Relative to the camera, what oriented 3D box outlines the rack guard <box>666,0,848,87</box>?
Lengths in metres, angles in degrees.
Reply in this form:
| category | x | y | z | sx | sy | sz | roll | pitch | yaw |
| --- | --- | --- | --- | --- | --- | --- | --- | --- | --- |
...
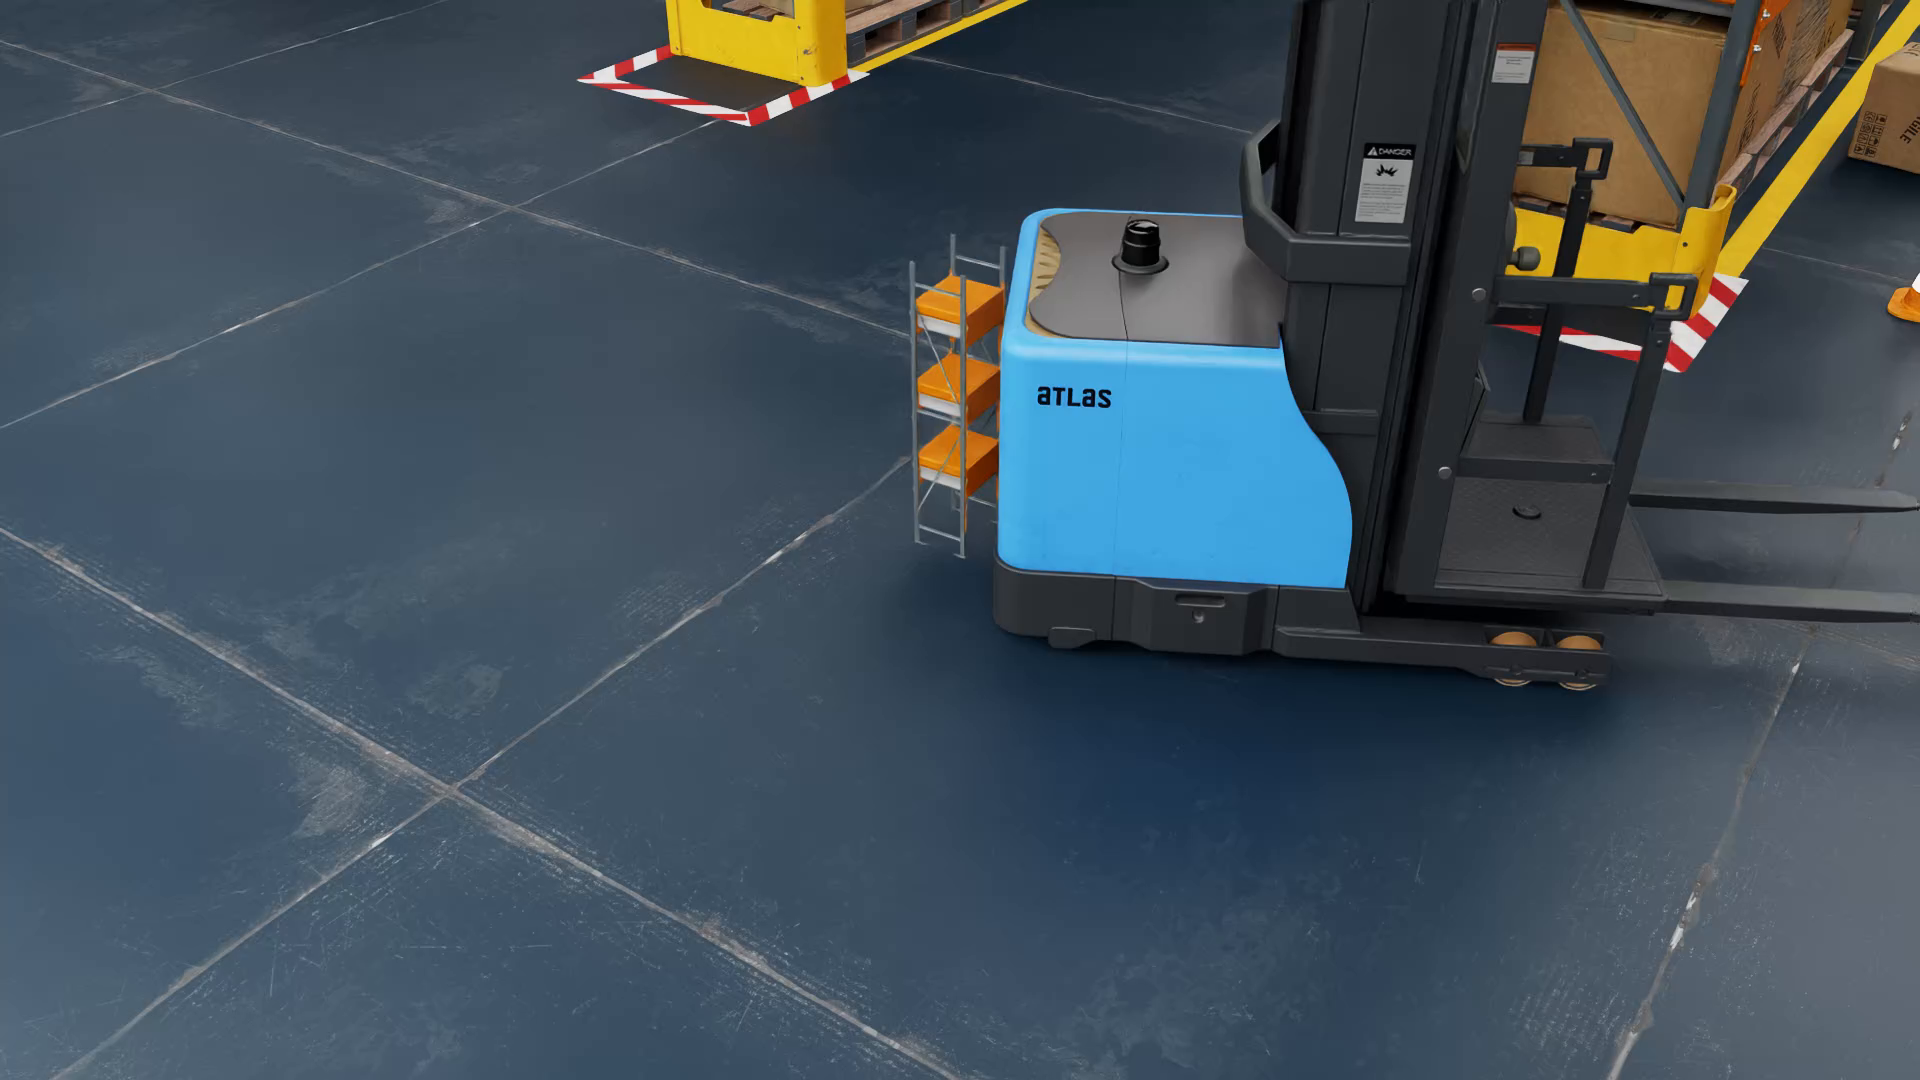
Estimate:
| category | x | y | z | sx | sy | sz | roll | pitch | yaw |
| --- | --- | --- | --- | --- | --- | --- | --- | --- | --- |
| rack guard | -1.217 | -3.081 | 9.859 | 1.175 | 0.500 | 0.348 | 21 | 39 | 28 |

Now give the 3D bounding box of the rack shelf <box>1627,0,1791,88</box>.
| category | x | y | z | sx | sy | sz | roll | pitch | yaw |
| --- | --- | --- | --- | --- | --- | --- | --- | --- | --- |
| rack shelf | 3.898 | -3.073 | 8.258 | 1.077 | 0.370 | 4.000 | 21 | 39 | 28 |

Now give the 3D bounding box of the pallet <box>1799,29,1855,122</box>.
| category | x | y | z | sx | sy | sz | roll | pitch | yaw |
| --- | --- | --- | --- | --- | --- | --- | --- | --- | --- |
| pallet | 4.540 | -2.811 | 9.718 | 1.003 | 0.211 | 1.213 | 21 | 39 | 28 |

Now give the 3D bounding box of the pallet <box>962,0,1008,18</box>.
| category | x | y | z | sx | sy | sz | roll | pitch | yaw |
| --- | --- | --- | --- | --- | --- | --- | --- | --- | --- |
| pallet | -0.028 | -3.883 | 11.303 | 1.003 | 0.211 | 1.213 | 21 | 39 | 28 |

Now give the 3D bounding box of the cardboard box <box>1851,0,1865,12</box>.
| category | x | y | z | sx | sy | sz | roll | pitch | yaw |
| --- | --- | --- | --- | --- | --- | --- | --- | --- | --- |
| cardboard box | 5.318 | -3.848 | 10.395 | 1.050 | 0.750 | 0.750 | 21 | 39 | 28 |

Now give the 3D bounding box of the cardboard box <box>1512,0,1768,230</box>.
| category | x | y | z | sx | sy | sz | roll | pitch | yaw |
| --- | --- | --- | --- | --- | --- | --- | --- | --- | --- |
| cardboard box | 3.090 | -2.077 | 7.666 | 0.875 | 0.875 | 0.875 | 21 | 40 | 28 |

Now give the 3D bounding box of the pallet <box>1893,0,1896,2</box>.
| category | x | y | z | sx | sy | sz | roll | pitch | yaw |
| --- | --- | --- | --- | --- | --- | --- | --- | --- | --- |
| pallet | 6.111 | -4.079 | 11.593 | 1.003 | 0.211 | 1.213 | 21 | 39 | 28 |

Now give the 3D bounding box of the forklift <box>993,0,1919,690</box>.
| category | x | y | z | sx | sy | sz | roll | pitch | yaw |
| --- | --- | --- | --- | --- | --- | --- | --- | --- | --- |
| forklift | 1.653 | -1.070 | 4.716 | 3.031 | 2.935 | 1.130 | 3 | 34 | 5 |

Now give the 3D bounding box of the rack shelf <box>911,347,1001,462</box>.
| category | x | y | z | sx | sy | sz | roll | pitch | yaw |
| --- | --- | --- | --- | --- | --- | --- | --- | --- | --- |
| rack shelf | -0.006 | -0.449 | 5.495 | 0.215 | 0.259 | 0.240 | 19 | 38 | 25 |

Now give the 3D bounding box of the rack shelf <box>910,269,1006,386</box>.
| category | x | y | z | sx | sy | sz | roll | pitch | yaw |
| --- | --- | --- | --- | --- | --- | --- | --- | --- | --- |
| rack shelf | -0.006 | -0.684 | 5.336 | 0.215 | 0.259 | 0.240 | 19 | 38 | 25 |

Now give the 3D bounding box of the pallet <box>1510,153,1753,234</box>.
| category | x | y | z | sx | sy | sz | roll | pitch | yaw |
| --- | --- | --- | --- | --- | --- | --- | --- | --- | --- |
| pallet | 3.149 | -1.688 | 8.058 | 1.003 | 0.211 | 1.213 | 21 | 39 | 28 |

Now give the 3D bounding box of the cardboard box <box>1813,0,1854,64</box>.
| category | x | y | z | sx | sy | sz | roll | pitch | yaw |
| --- | --- | --- | --- | --- | --- | --- | --- | --- | --- |
| cardboard box | 4.622 | -3.318 | 9.500 | 0.875 | 0.875 | 0.875 | 22 | 40 | 29 |

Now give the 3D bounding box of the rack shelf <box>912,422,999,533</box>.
| category | x | y | z | sx | sy | sz | roll | pitch | yaw |
| --- | --- | --- | --- | --- | --- | --- | --- | --- | --- |
| rack shelf | -0.006 | -0.218 | 5.651 | 0.215 | 0.259 | 0.240 | 19 | 38 | 25 |

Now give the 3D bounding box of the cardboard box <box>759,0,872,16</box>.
| category | x | y | z | sx | sy | sz | roll | pitch | yaw |
| --- | --- | --- | --- | --- | --- | --- | --- | --- | --- |
| cardboard box | -0.890 | -3.502 | 10.107 | 0.500 | 0.500 | 0.500 | -29 | 43 | -35 |

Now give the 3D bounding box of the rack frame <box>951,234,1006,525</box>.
| category | x | y | z | sx | sy | sz | roll | pitch | yaw |
| --- | --- | --- | --- | --- | --- | --- | --- | --- | --- |
| rack frame | 0.057 | -0.516 | 5.576 | 0.200 | 1.050 | 0.008 | 19 | 38 | 25 |

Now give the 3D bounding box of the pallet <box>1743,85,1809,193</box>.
| category | x | y | z | sx | sy | sz | roll | pitch | yaw |
| --- | --- | --- | --- | --- | --- | --- | --- | --- | --- |
| pallet | 3.845 | -2.247 | 8.885 | 1.003 | 0.211 | 1.213 | 21 | 39 | 28 |

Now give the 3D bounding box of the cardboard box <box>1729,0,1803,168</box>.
| category | x | y | z | sx | sy | sz | roll | pitch | yaw |
| --- | --- | --- | --- | --- | --- | --- | --- | --- | --- |
| cardboard box | 3.590 | -2.483 | 8.266 | 0.875 | 0.875 | 0.875 | 21 | 39 | 27 |

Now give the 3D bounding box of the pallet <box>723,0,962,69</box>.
| category | x | y | z | sx | sy | sz | roll | pitch | yaw |
| --- | --- | --- | --- | --- | --- | --- | --- | --- | --- |
| pallet | -0.724 | -3.324 | 10.476 | 1.003 | 0.211 | 1.213 | 21 | 39 | 28 |

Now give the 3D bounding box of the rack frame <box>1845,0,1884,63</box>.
| category | x | y | z | sx | sy | sz | roll | pitch | yaw |
| --- | --- | --- | --- | --- | --- | --- | --- | --- | --- |
| rack frame | 5.038 | -4.291 | 9.418 | 1.000 | 3.000 | 0.127 | 21 | 39 | 28 |

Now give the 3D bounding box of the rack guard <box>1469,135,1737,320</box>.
| category | x | y | z | sx | sy | sz | roll | pitch | yaw |
| --- | --- | --- | --- | --- | --- | --- | --- | --- | --- |
| rack guard | 2.744 | -1.404 | 7.380 | 1.175 | 0.500 | 0.348 | 21 | 39 | 28 |

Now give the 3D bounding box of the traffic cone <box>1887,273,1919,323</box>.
| category | x | y | z | sx | sy | sz | roll | pitch | yaw |
| --- | --- | --- | --- | --- | --- | --- | --- | --- | --- |
| traffic cone | 4.227 | -1.190 | 7.097 | 0.336 | 0.463 | 0.334 | 21 | 39 | 28 |

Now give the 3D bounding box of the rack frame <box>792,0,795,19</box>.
| category | x | y | z | sx | sy | sz | roll | pitch | yaw |
| --- | --- | --- | --- | --- | --- | --- | --- | --- | --- |
| rack frame | -1.260 | -4.081 | 9.107 | 1.000 | 3.000 | 0.127 | 21 | 39 | 28 |

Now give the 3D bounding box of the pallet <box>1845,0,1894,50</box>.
| category | x | y | z | sx | sy | sz | roll | pitch | yaw |
| --- | --- | --- | --- | --- | --- | --- | --- | --- | --- |
| pallet | 5.416 | -3.515 | 10.760 | 1.003 | 0.211 | 1.213 | 21 | 39 | 28 |

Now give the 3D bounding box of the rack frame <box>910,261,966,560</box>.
| category | x | y | z | sx | sy | sz | roll | pitch | yaw |
| --- | --- | --- | --- | --- | --- | --- | --- | --- | --- |
| rack frame | -0.069 | -0.399 | 5.403 | 0.200 | 1.050 | 0.008 | 19 | 38 | 25 |

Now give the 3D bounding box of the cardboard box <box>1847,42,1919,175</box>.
| category | x | y | z | sx | sy | sz | roll | pitch | yaw |
| --- | --- | --- | --- | --- | --- | --- | --- | --- | --- |
| cardboard box | 4.996 | -2.215 | 8.576 | 0.500 | 0.500 | 0.500 | 29 | 44 | 36 |

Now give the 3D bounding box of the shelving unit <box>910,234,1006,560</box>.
| category | x | y | z | sx | sy | sz | roll | pitch | yaw |
| --- | --- | --- | --- | --- | --- | --- | --- | --- | --- |
| shelving unit | -0.006 | -0.457 | 5.489 | 0.215 | 1.050 | 0.252 | 19 | 38 | 25 |

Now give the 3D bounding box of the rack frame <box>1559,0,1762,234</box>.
| category | x | y | z | sx | sy | sz | roll | pitch | yaw |
| --- | --- | --- | --- | --- | --- | --- | --- | --- | --- |
| rack frame | 2.757 | -2.450 | 6.696 | 1.000 | 3.000 | 0.127 | 21 | 39 | 28 |

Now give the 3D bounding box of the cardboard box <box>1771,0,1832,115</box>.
| category | x | y | z | sx | sy | sz | roll | pitch | yaw |
| --- | --- | --- | --- | --- | --- | --- | --- | --- | --- |
| cardboard box | 4.111 | -2.902 | 8.885 | 0.875 | 0.875 | 0.875 | 22 | 40 | 29 |
